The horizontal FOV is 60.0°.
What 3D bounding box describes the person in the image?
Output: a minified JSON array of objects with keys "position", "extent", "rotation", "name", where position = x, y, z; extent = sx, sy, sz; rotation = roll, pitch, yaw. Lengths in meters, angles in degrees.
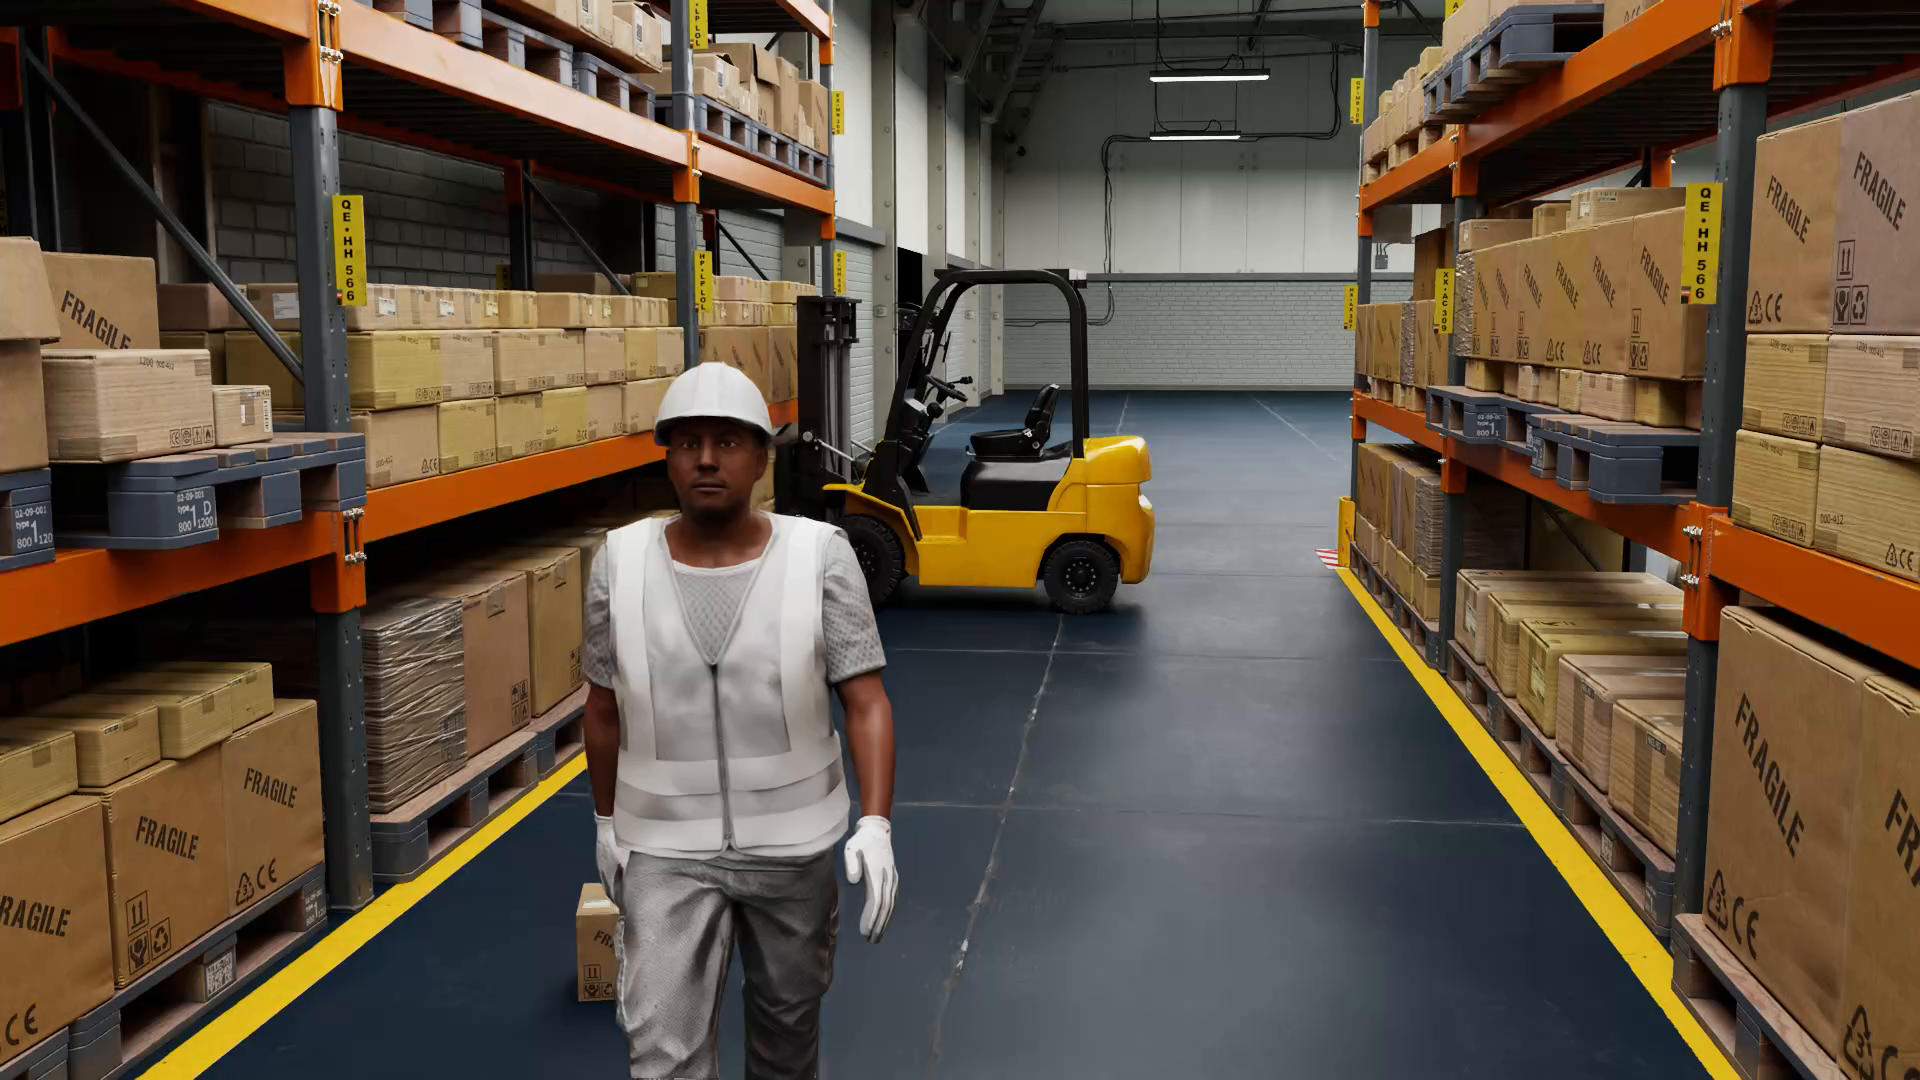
[{"position":[-0.403,0.551,3.012],"extent":[0.566,1.736,1.067],"rotation":[-1,8,-7],"name":"person"}]
